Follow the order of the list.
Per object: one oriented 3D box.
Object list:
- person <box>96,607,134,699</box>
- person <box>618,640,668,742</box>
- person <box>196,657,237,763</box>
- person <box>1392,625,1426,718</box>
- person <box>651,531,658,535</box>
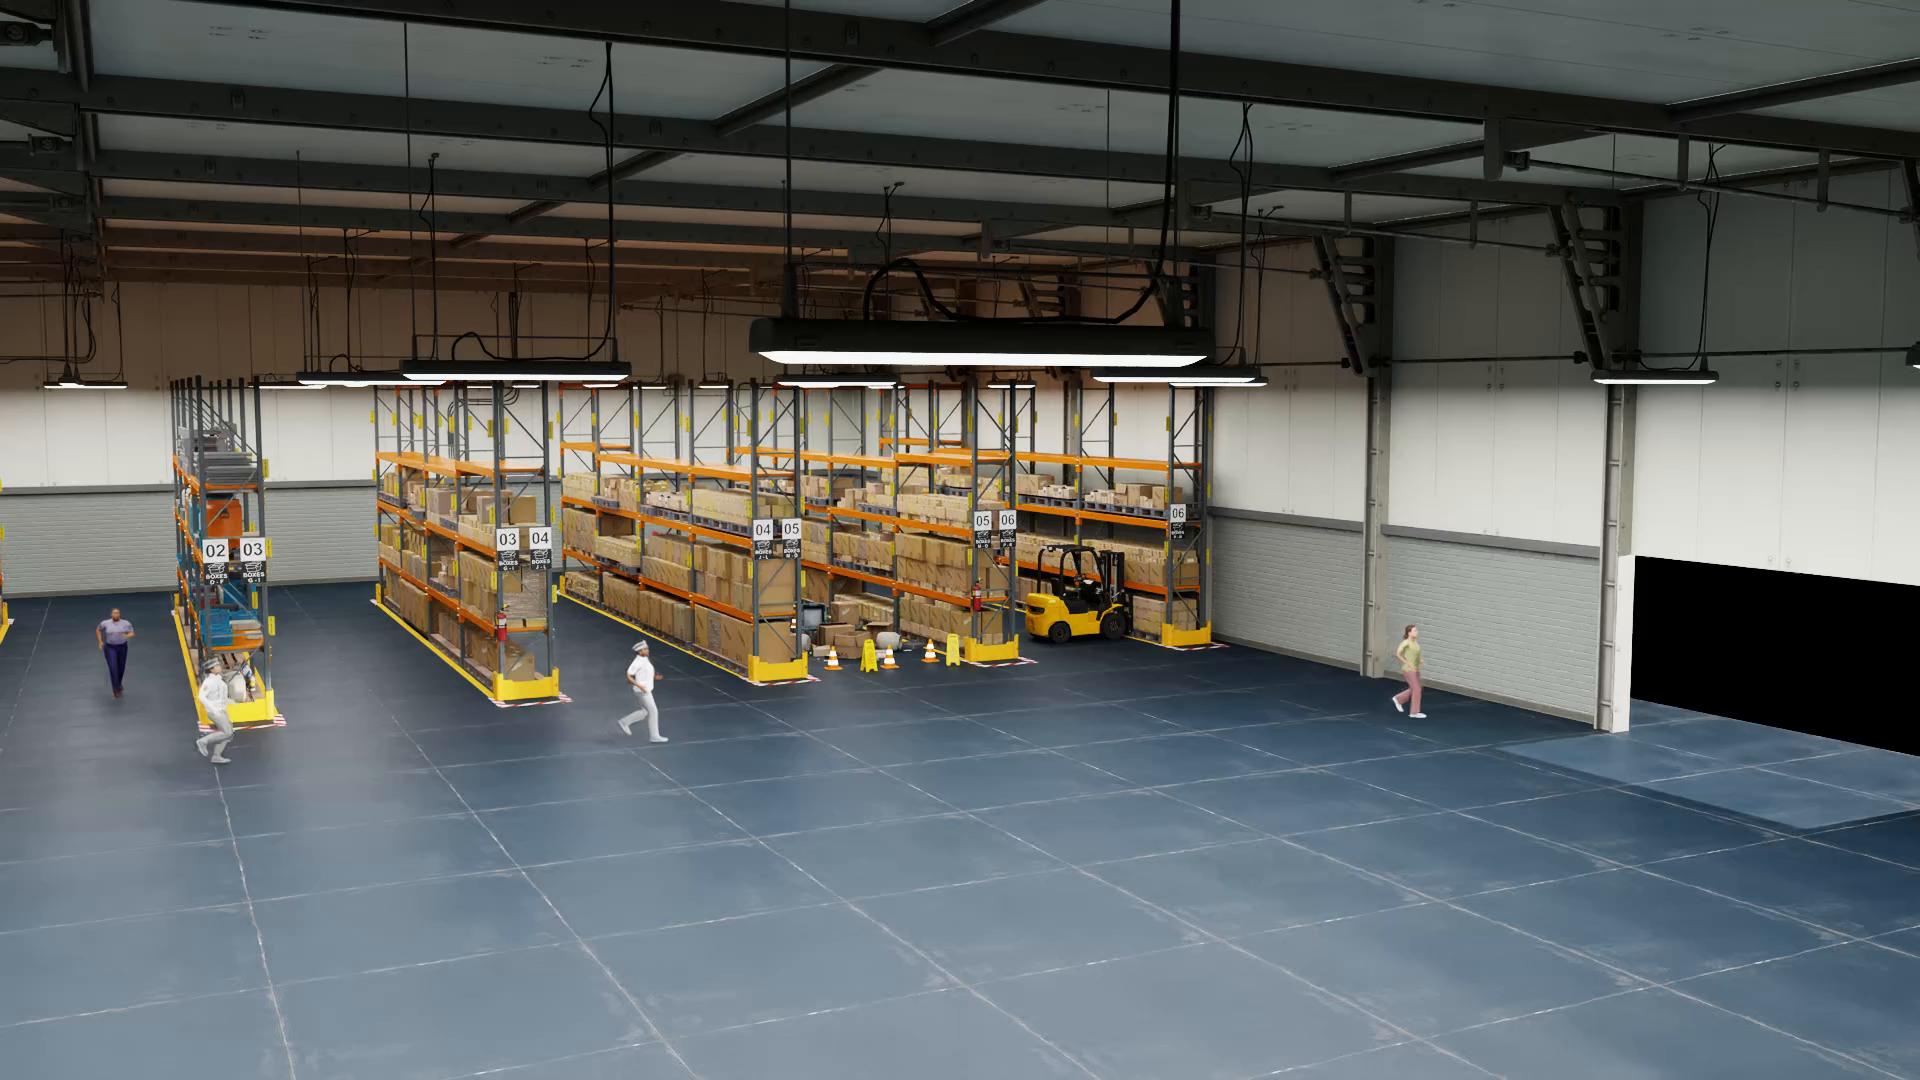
[{"bbox_3d":[-15.926,2.102,31.398,0.580,1.694,0.855,-4,7,-39],"label":"person"},{"bbox_3d":[-5.198,2.469,27.206,0.831,1.663,0.588,0,5,5],"label":"person"},{"bbox_3d":[-11.469,2.624,25.643,0.552,1.650,0.614,-1,5,-6],"label":"person"},{"bbox_3d":[7.921,2.300,29.302,0.676,1.639,0.605,5,7,43],"label":"person"},{"bbox_3d":[-8.678,0.626,47.271,0.666,1.767,0.957,-3,6,-33],"label":"person"}]
